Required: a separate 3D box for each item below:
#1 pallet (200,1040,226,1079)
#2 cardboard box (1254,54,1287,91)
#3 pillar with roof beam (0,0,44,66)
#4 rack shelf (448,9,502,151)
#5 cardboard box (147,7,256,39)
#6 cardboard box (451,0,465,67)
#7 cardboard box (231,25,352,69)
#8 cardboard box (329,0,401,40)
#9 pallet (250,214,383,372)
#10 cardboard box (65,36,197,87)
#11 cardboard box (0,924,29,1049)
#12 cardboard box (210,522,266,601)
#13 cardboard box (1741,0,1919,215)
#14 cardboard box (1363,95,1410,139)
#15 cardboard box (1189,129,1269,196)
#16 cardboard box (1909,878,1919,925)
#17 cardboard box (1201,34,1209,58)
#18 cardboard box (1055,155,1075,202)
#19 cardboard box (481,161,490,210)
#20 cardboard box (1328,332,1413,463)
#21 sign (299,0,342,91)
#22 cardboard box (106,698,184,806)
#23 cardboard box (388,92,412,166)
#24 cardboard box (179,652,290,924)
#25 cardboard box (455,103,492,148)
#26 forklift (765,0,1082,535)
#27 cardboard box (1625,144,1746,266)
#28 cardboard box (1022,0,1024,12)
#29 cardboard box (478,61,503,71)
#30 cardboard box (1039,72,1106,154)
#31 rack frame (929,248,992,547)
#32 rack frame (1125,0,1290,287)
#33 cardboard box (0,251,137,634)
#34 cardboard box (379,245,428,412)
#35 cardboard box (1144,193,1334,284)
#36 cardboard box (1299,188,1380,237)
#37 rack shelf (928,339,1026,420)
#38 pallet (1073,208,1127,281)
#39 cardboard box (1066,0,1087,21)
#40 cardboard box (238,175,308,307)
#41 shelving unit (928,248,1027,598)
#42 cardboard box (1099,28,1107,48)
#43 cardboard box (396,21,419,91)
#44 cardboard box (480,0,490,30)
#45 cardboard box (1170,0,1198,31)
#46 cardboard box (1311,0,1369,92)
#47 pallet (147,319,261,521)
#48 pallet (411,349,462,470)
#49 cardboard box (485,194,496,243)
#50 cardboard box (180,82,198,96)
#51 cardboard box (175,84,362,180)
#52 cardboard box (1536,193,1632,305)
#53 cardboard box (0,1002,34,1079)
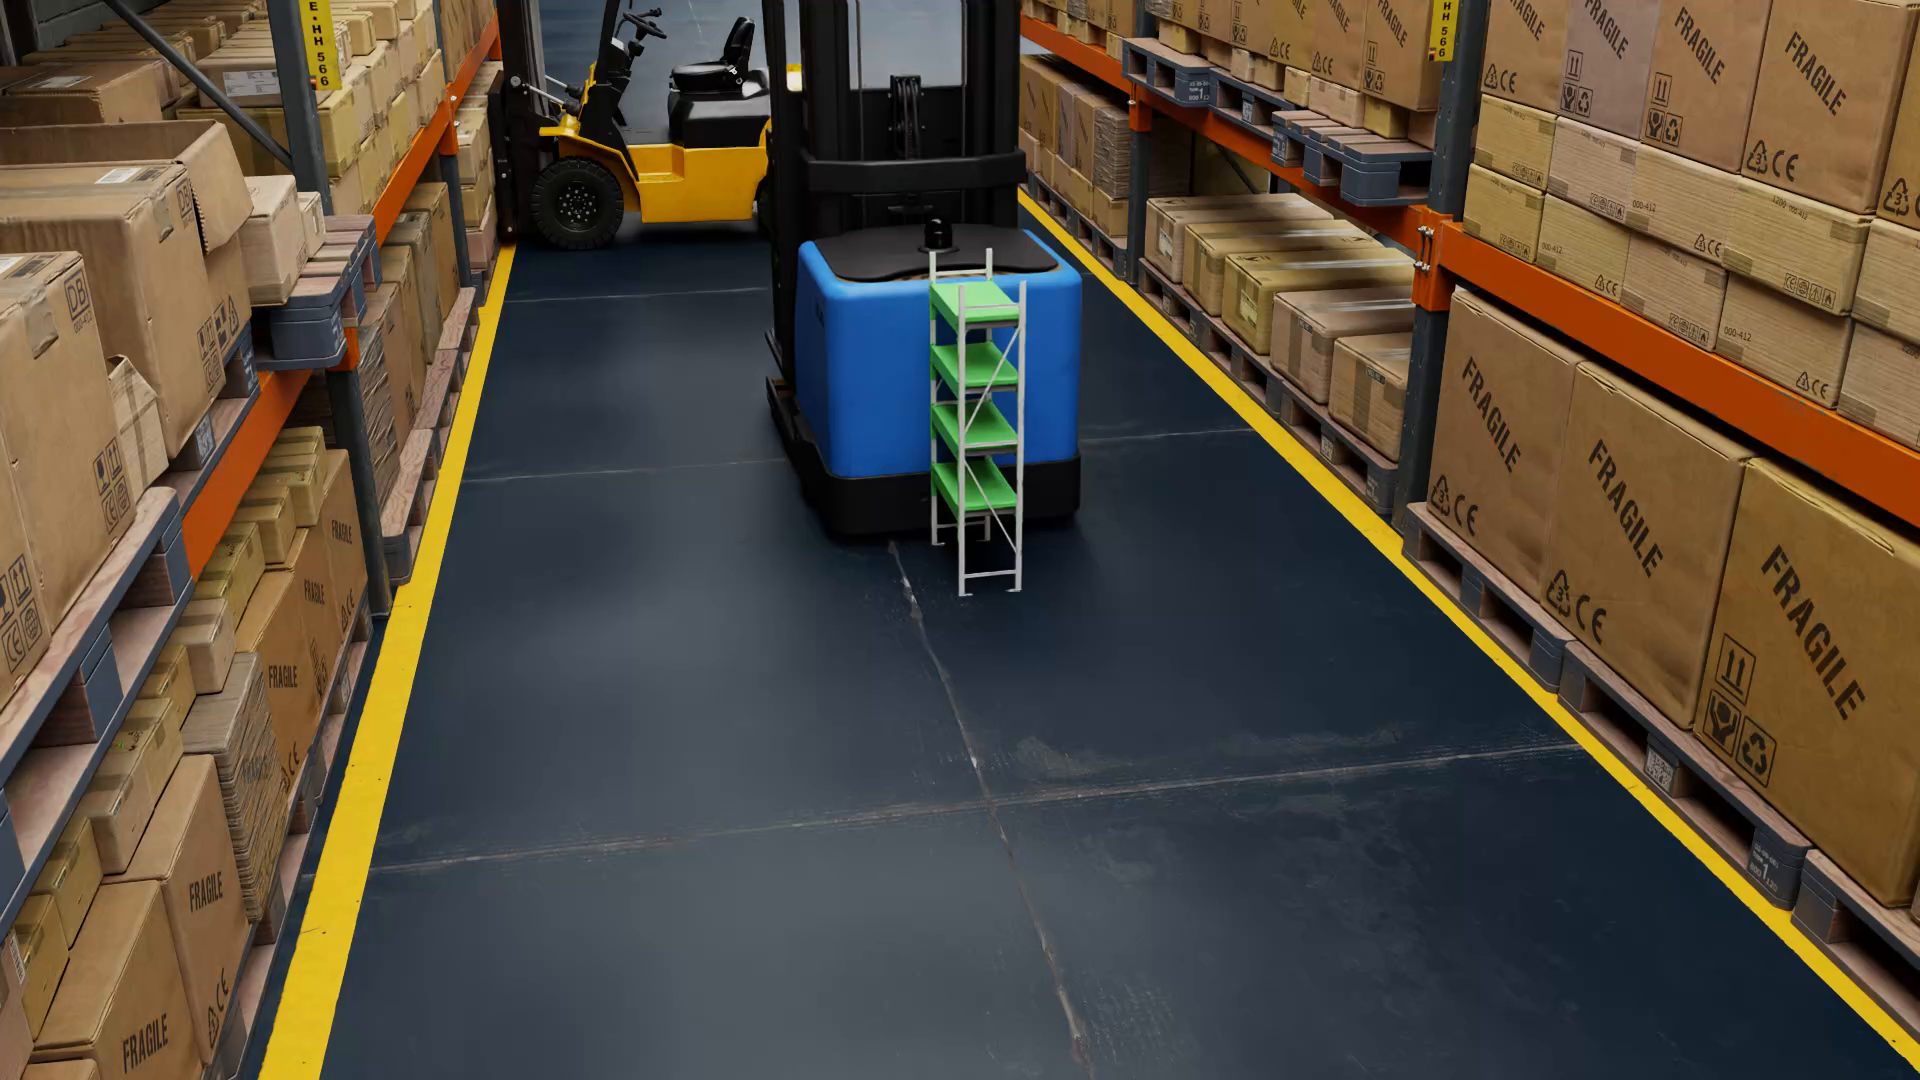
[{"bbox_3d":[-2.042,1.460,3.144,1.003,0.211,1.213,-4,24,-10],"label":"pallet"},{"bbox_3d":[1.627,-2.236,7.911,0.380,0.149,0.250,-5,24,-11],"label":"cardboard box"},{"bbox_3d":[0.510,-4.588,6.013,9.100,9.000,0.400,-4,24,-10],"label":"pillar with roof beam"},{"bbox_3d":[-3.704,-3.105,11.010,1.077,0.370,4.000,-4,24,-10],"label":"rack shelf"},{"bbox_3d":[-3.156,-2.133,6.951,0.380,0.149,0.250,-4,24,-8],"label":"cardboard box"},{"bbox_3d":[-3.272,-3.091,9.955,0.500,0.500,0.500,-4,24,-9],"label":"cardboard box"},{"bbox_3d":[-2.548,-1.871,6.350,0.380,0.149,0.250,-4,24,-9],"label":"cardboard box"},{"bbox_3d":[-2.662,-2.274,7.274,0.380,0.149,0.250,-5,24,-11],"label":"cardboard box"},{"bbox_3d":[-2.400,-0.725,4.902,1.213,0.211,1.003,-4,24,-10],"label":"pallet"},{"bbox_3d":[-3.000,-1.732,6.032,0.380,0.149,0.250,-4,24,-10],"label":"cardboard box"},{"bbox_3d":[-1.755,0.759,2.681,0.380,0.149,0.250,-5,24,-12],"label":"cardboard box"},{"bbox_3d":[-2.164,0.076,4.616,0.380,0.149,0.250,-4,24,-8],"label":"cardboard box"},{"bbox_3d":[2.406,-1.138,4.233,0.500,0.500,0.500,-4,24,-9],"label":"cardboard box"},{"bbox_3d":[1.870,-1.732,6.758,0.380,0.149,0.250,-4,24,-9],"label":"cardboard box"},{"bbox_3d":[1.700,-2.545,10.803,0.500,0.500,0.500,-3,24,-7],"label":"cardboard box"},{"bbox_3d":[2.829,0.673,3.591,0.875,0.875,0.875,-4,24,-8],"label":"cardboard box"},{"bbox_3d":[1.500,-2.649,8.856,0.380,0.149,0.250,-3,24,-6],"label":"cardboard box"},{"bbox_3d":[0.972,-2.571,11.799,0.500,0.250,0.500,-4,24,-9],"label":"cardboard box"},{"bbox_3d":[-3.215,-2.220,10.372,0.500,0.250,0.500,-4,24,-10],"label":"cardboard box"},{"bbox_3d":[2.188,-0.655,7.259,0.950,0.372,0.625,-6,24,-13],"label":"cardboard box"},{"bbox_3d":[-2.063,-1.613,5.347,0.100,0.325,0.005,-4,24,-10],"label":"sign"},{"bbox_3d":[-1.963,0.485,3.680,0.380,0.149,0.250,-3,24,-8],"label":"cardboard box"},{"bbox_3d":[-2.721,-1.803,7.318,0.500,0.250,0.500,-4,24,-8],"label":"cardboard box"},{"bbox_3d":[-2.009,0.635,4.146,0.500,0.500,0.500,-5,24,-12],"label":"cardboard box"},{"bbox_3d":[-3.303,-2.649,10.728,0.500,0.250,0.500,-3,24,-8],"label":"cardboard box"},{"bbox_3d":[-0.336,-1.927,7.501,1.130,2.935,3.031,-5,24,-12],"label":"forklift"},{"bbox_3d":[2.309,-0.986,4.822,0.500,0.250,0.500,-4,24,-10],"label":"cardboard box"},{"bbox_3d":[0.693,-4.117,12.744,0.380,0.149,0.250,-5,24,-11],"label":"cardboard box"},{"bbox_3d":[-3.682,-3.454,12.572,0.500,0.250,0.500,-4,24,-8],"label":"cardboard box"},{"bbox_3d":[0.872,-3.116,12.110,0.500,0.500,0.500,-4,24,-9],"label":"cardboard box"},{"bbox_3d":[0.004,-0.537,6.480,0.240,1.200,0.015,-5,24,-12],"label":"rack frame"},{"bbox_3d":[1.543,-3.017,9.909,1.000,3.000,0.127,-4,24,-10],"label":"rack frame"},{"bbox_3d":[-1.820,-0.150,2.696,0.700,0.500,0.500,-4,24,-9],"label":"cardboard box"},{"bbox_3d":[-2.950,-0.946,7.611,0.875,0.625,0.625,-5,24,-12],"label":"cardboard box"},{"bbox_3d":[1.643,-1.799,9.879,0.950,0.372,0.625,-4,24,-9],"label":"cardboard box"},{"bbox_3d":[2.682,-2.395,11.605,0.500,0.500,0.500,13,27,27],"label":"cardboard box"},{"bbox_3d":[0.058,-0.603,6.192,0.258,0.148,0.480,-5,24,-12],"label":"rack shelf"},{"bbox_3d":[1.384,-2.000,11.066,1.003,0.211,1.213,-4,24,-10],"label":"pallet"},{"bbox_3d":[1.014,-3.761,11.117,0.500,0.500,0.500,-4,24,-8],"label":"cardboard box"},{"bbox_3d":[-2.081,-0.807,4.513,0.500,0.250,0.500,-5,24,-12],"label":"cardboard box"},{"bbox_3d":[0.058,-0.442,6.262,0.258,1.200,0.503,-5,24,-12],"label":"shelving unit"},{"bbox_3d":[1.128,-3.310,10.896,0.380,0.149,0.250,-5,24,-10],"label":"cardboard box"},{"bbox_3d":[-2.801,-2.231,7.673,0.500,0.250,0.500,-4,24,-9],"label":"cardboard box"},{"bbox_3d":[-3.638,-3.888,11.780,0.500,0.500,0.500,-4,24,-8],"label":"cardboard box"},{"bbox_3d":[1.441,-2.989,8.824,0.500,0.500,0.500,-4,24,-10],"label":"cardboard box"},{"bbox_3d":[1.819,-2.179,6.969,0.500,0.500,0.500,-5,24,-11],"label":"cardboard box"},{"bbox_3d":[-2.230,-0.222,3.750,1.003,0.211,1.213,-4,24,-10],"label":"pallet"},{"bbox_3d":[-2.930,-0.602,7.865,1.003,0.211,1.213,-4,24,-10],"label":"pallet"},{"bbox_3d":[-3.207,-1.994,10.478,0.500,0.250,0.500,-5,24,-11],"label":"cardboard box"},{"bbox_3d":[-3.047,-1.592,6.210,0.500,0.250,0.500,-4,24,-9],"label":"cardboard box"},{"bbox_3d":[-2.412,-1.429,5.838,0.500,0.250,0.500,-4,24,-10],"label":"cardboard box"},{"bbox_3d":[2.239,-0.963,5.394,0.500,0.250,0.500,-5,24,-11],"label":"cardboard box"},{"bbox_3d":[-1.787,0.891,2.751,0.380,0.149,0.250,-5,24,-11],"label":"cardboard box"}]
